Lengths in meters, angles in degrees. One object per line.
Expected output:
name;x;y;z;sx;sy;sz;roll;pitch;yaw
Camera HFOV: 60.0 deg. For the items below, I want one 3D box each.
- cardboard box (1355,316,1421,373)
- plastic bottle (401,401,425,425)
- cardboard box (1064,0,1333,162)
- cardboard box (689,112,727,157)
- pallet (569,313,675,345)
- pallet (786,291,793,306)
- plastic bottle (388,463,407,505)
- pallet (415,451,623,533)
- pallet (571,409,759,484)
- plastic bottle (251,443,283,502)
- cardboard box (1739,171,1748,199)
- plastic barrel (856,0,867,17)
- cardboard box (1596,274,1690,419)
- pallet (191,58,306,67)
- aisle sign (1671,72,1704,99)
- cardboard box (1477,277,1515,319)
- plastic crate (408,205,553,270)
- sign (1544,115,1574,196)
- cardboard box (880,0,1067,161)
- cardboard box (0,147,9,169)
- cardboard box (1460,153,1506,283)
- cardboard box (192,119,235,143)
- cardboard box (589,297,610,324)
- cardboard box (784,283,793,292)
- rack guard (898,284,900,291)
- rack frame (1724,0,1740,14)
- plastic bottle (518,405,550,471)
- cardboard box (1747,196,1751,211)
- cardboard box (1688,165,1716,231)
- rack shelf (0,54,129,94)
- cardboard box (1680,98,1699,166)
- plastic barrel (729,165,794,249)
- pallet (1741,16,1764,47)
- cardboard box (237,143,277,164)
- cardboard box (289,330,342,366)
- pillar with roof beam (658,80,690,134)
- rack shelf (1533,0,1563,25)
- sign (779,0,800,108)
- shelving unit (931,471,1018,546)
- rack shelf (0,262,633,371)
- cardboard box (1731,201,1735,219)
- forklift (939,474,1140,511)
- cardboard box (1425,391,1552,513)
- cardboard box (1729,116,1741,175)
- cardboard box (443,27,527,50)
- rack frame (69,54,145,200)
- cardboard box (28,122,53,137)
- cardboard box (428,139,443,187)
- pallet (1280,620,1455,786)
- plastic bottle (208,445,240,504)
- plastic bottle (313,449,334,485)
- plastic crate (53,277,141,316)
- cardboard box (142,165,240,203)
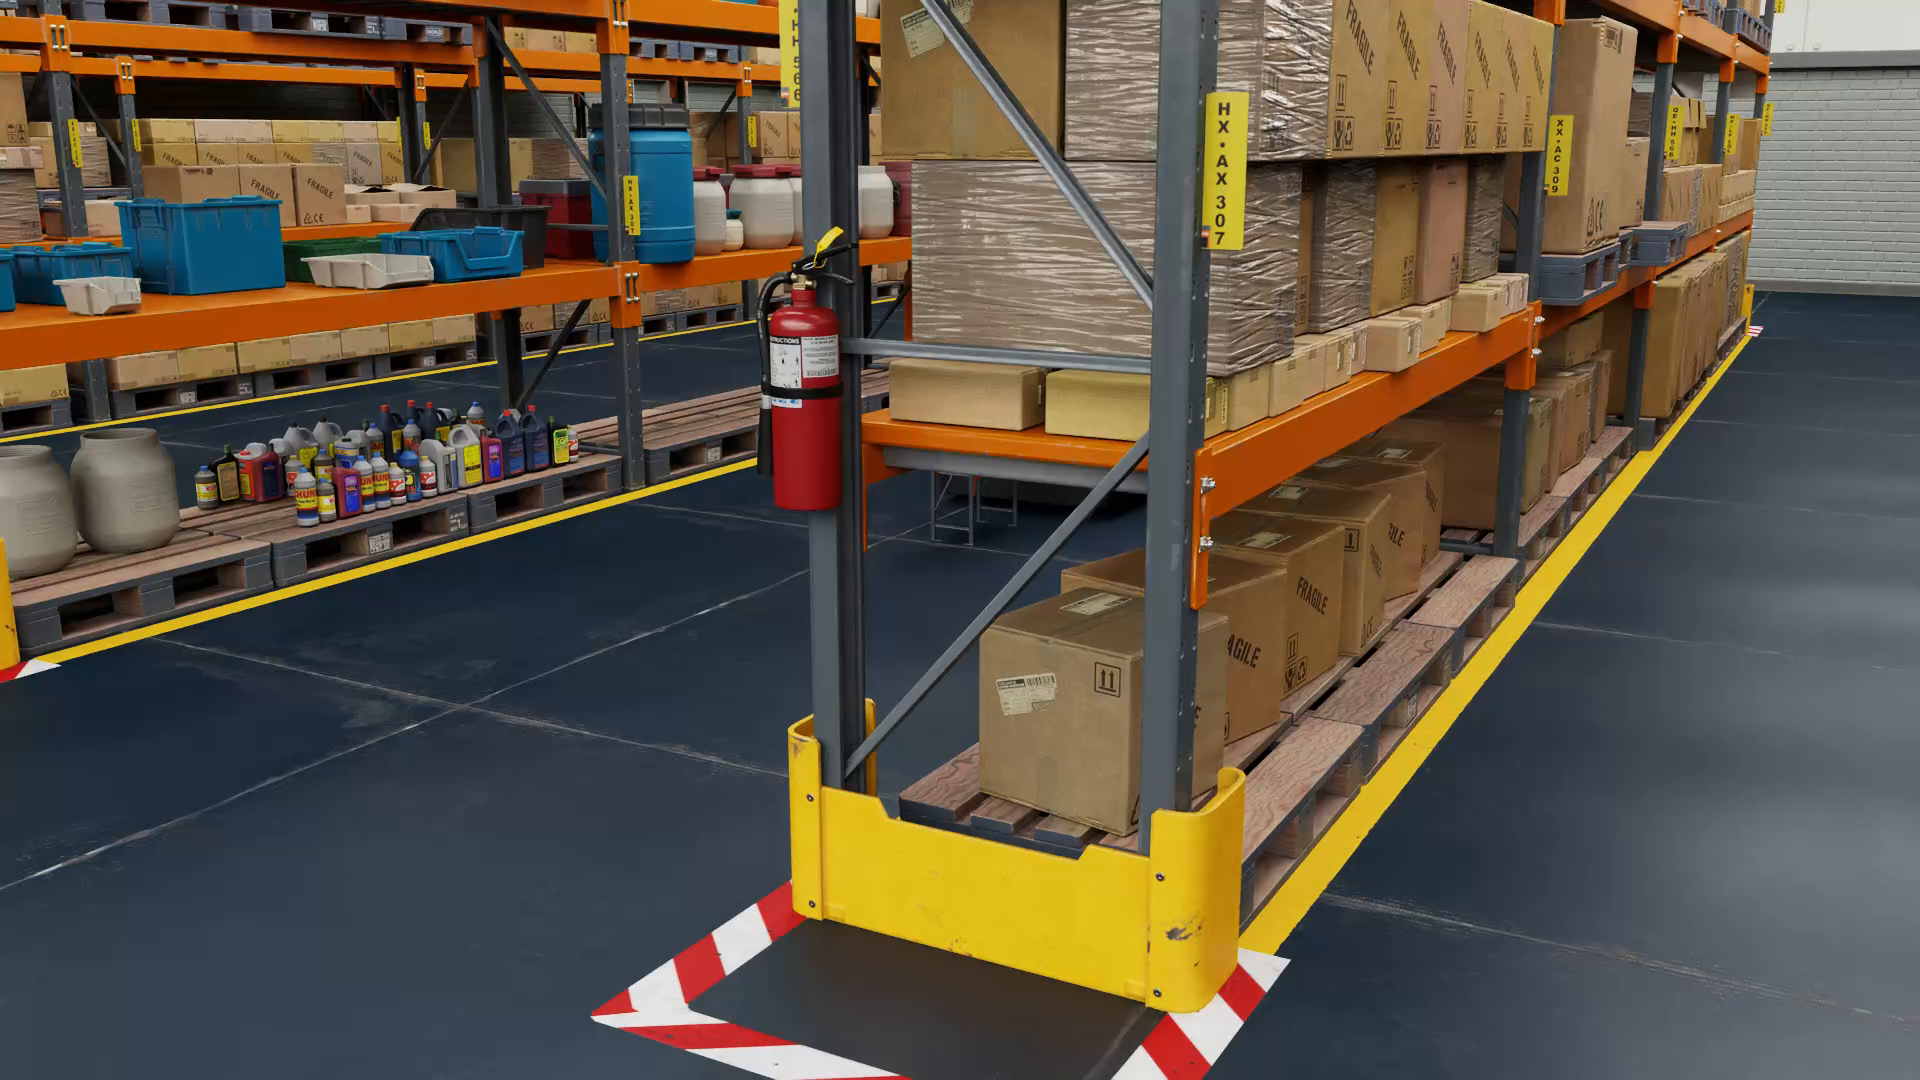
cardboard box;1.242;-0.630;5.284;0.380;0.149;0.250;7;15;28
plastic bottle;-3.071;-0.614;9.392;0.144;0.351;0.185;8;16;30
cardboard box;0.589;-1.186;4.070;0.500;0.500;0.500;7;15;28
cardboard box;-2.766;-4.677;19.187;0.500;0.500;0.500;7;15;28
pallet;-3.733;-2.231;17.339;1.003;0.211;1.213;7;15;28
pallet;-1.862;-3.046;20.717;1.003;0.211;1.213;7;15;28
plastic bottle;-2.840;-0.287;8.355;0.097;0.201;0.097;0;14;0
pallet;-2.678;-0.317;9.400;1.003;0.211;1.213;7;15;28
pallet;-1.971;-0.616;10.638;1.003;0.211;1.213;7;15;28
plastic bottle;-3.507;-0.342;8.409;0.061;0.283;0.133;7;15;28
cardboard box;7.326;-3.441;16.090;0.500;0.250;0.500;7;15;26
plastic barrel;-0.794;-3.730;11.502;0.301;0.262;0.301;0;14;0
cardboard box;4.304;-1.376;11.479;1.225;0.875;0.875;7;15;25
pallet;-8.253;-5.484;18.882;1.003;0.211;1.213;8;16;31
aisle sign;7.592;-5.019;17.407;0.394;0.787;0.004;7;15;28
cardboard box;2.043;-0.995;6.797;0.380;0.149;0.250;7;15;28
plastic crate;-2.681;-1.683;9.247;0.767;0.338;0.504;7;15;28
sign;2.497;-1.606;6.948;0.100;0.325;0.005;7;15;28
cardboard box;0.135;-1.244;4.314;0.500;0.500;0.500;7;15;28
cardboard box;-6.717;-2.601;11.327;0.380;0.149;0.250;7;15;27
cardboard box;1.747;-1.353;6.897;0.875;0.500;0.500;7;15;28
cardboard box;-8.352;-4.491;18.271;0.500;0.250;0.500;7;15;27
cardboard box;-3.752;-2.459;16.727;0.500;0.500;0.500;7;15;27
cardboard box;-1.982;-3.086;20.041;0.380;0.166;0.250;7;15;28
rack guard;-0.887;-3.599;22.397;1.175;0.500;0.348;7;15;28
rack frame;5.886;-5.803;13.402;1.000;3.000;0.127;7;15;28
plastic bottle;-2.376;-0.567;9.201;0.144;0.351;0.185;7;15;27
cardboard box;7.689;-3.369;16.645;0.380;0.149;0.250;7;15;28
cardboard box;5.654;-2.707;13.150;0.500;0.500;0.500;8;16;30
rack shelf;-10.023;-4.447;15.716;1.077;0.370;4.000;7;15;28
cardboard box;5.243;-3.151;12.850;0.797;0.503;0.637;8;15;29
plastic barrel;-1.308;-2.194;10.945;0.433;0.535;0.433;0;14;0
pallet;6.882;-4.717;15.490;1.003;0.211;1.213;7;15;28
cardboard box;-8.095;-4.231;18.792;0.500;0.500;0.500;7;15;28
cardboard box;-5.496;-1.606;13.765;0.500;0.250;0.500;8;16;29
pillar with roof beam;-0.872;-8.471;24.471;9.100;9.000;0.400;7;15;28
rack shelf;1.052;-1.943;5.328;1.077;0.370;4.000;7;15;28
sign;-0.391;-1.208;3.999;0.100;0.325;0.005;7;15;28
shelving unit;0.080;-0.617;8.534;0.258;1.200;0.503;7;15;28
rack shelf;-3.284;-1.046;8.007;1.077;0.370;4.000;7;15;28
cardboard box;6.823;-3.002;15.121;0.380;0.149;0.250;7;15;27
forklift;1.003;-1.886;10.103;1.130;2.935;3.031;7;15;26
cardboard box;2.581;-0.463;8.448;0.700;0.500;0.500;7;15;28
cardboard box;6.586;-3.492;14.703;0.500;0.500;0.500;7;15;28
cardboard box;-4.536;-4.789;15.384;0.910;0.500;0.500;7;15;28
rack frame;-9.056;-3.749;17.685;1.000;3.000;0.127;7;15;28
cardboard box;-9.339;-4.185;16.957;0.380;0.149;0.250;5;14;19
cardboard box;-6.846;-4.825;21.508;0.980;0.700;0.700;8;16;29
pallet;1.136;0.504;5.994;1.003;0.211;1.213;7;15;28
plastic bottle;-3.706;-0.331;8.365;0.061;0.283;0.133;8;16;29
plastic bottle;-3.330;-0.372;8.709;0.097;0.201;0.097;0;14;0
plastic crate;-3.536;-1.004;6.862;0.298;0.136;0.250;7;15;28
cardboard box;-6.011;-2.681;13.039;0.500;0.500;0.500;9;16;32
